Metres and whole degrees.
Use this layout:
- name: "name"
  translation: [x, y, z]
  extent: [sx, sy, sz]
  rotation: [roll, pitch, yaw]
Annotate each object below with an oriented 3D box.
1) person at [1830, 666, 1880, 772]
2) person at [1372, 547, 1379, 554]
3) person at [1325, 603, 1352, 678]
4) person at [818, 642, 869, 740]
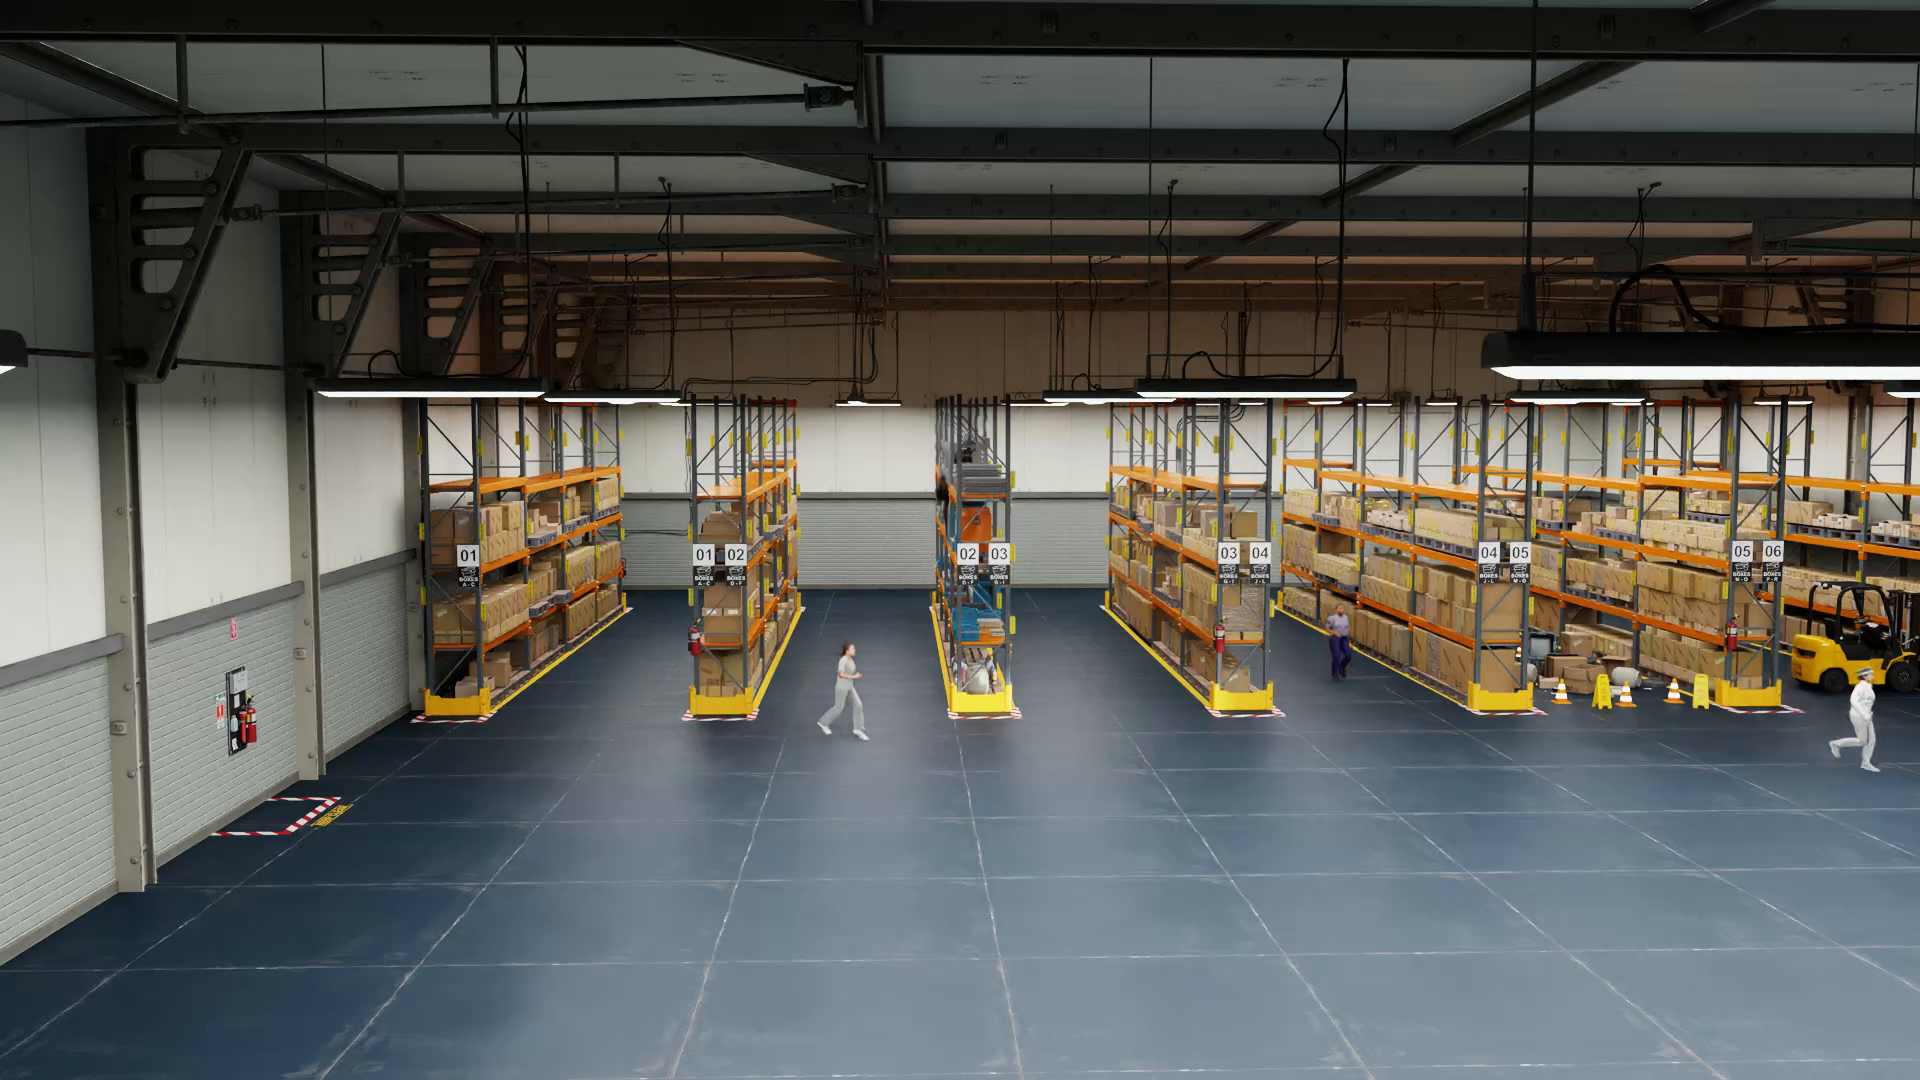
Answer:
- name: "person"
  translation: [14.312, 2.820, 26.513]
  extent: [0.741, 1.676, 0.643]
  rotation: [4, 6, 39]
- name: "person"
  translation: [12.446, 0.988, 49.991]
  extent: [0.638, 1.595, 0.517]
  rotation: [-2, 5, -27]
- name: "person"
  translation: [8.036, 2.143, 35.194]
  extent: [0.604, 1.610, 0.581]
  rotation: [-1, 5, -11]
- name: "person"
  translation: [-2.036, 2.616, 28.932]
  extent: [0.966, 1.698, 0.587]
  rotation: [1, 5, 18]
